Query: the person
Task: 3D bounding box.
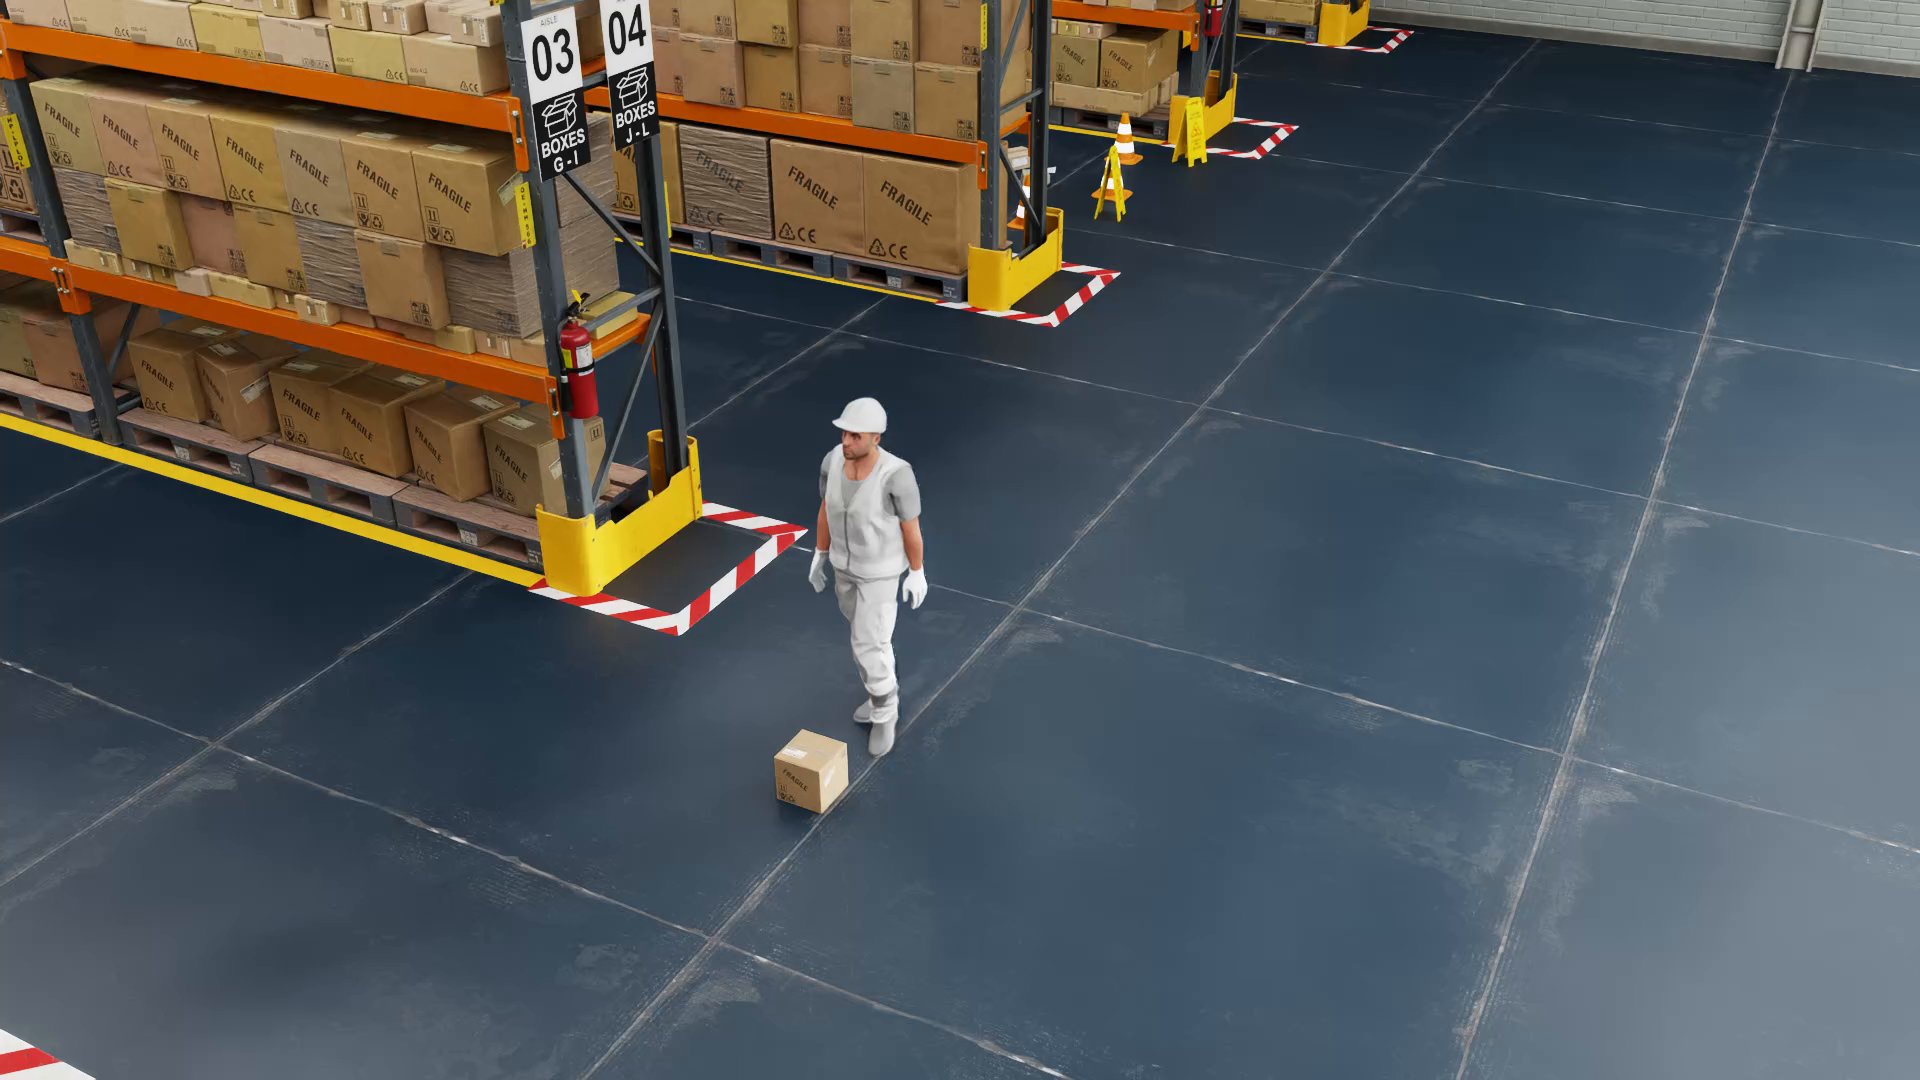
[{"bbox_3d":[-0.455,0.158,7.992,0.560,1.822,0.462,21,36,32],"label":"person"}]
